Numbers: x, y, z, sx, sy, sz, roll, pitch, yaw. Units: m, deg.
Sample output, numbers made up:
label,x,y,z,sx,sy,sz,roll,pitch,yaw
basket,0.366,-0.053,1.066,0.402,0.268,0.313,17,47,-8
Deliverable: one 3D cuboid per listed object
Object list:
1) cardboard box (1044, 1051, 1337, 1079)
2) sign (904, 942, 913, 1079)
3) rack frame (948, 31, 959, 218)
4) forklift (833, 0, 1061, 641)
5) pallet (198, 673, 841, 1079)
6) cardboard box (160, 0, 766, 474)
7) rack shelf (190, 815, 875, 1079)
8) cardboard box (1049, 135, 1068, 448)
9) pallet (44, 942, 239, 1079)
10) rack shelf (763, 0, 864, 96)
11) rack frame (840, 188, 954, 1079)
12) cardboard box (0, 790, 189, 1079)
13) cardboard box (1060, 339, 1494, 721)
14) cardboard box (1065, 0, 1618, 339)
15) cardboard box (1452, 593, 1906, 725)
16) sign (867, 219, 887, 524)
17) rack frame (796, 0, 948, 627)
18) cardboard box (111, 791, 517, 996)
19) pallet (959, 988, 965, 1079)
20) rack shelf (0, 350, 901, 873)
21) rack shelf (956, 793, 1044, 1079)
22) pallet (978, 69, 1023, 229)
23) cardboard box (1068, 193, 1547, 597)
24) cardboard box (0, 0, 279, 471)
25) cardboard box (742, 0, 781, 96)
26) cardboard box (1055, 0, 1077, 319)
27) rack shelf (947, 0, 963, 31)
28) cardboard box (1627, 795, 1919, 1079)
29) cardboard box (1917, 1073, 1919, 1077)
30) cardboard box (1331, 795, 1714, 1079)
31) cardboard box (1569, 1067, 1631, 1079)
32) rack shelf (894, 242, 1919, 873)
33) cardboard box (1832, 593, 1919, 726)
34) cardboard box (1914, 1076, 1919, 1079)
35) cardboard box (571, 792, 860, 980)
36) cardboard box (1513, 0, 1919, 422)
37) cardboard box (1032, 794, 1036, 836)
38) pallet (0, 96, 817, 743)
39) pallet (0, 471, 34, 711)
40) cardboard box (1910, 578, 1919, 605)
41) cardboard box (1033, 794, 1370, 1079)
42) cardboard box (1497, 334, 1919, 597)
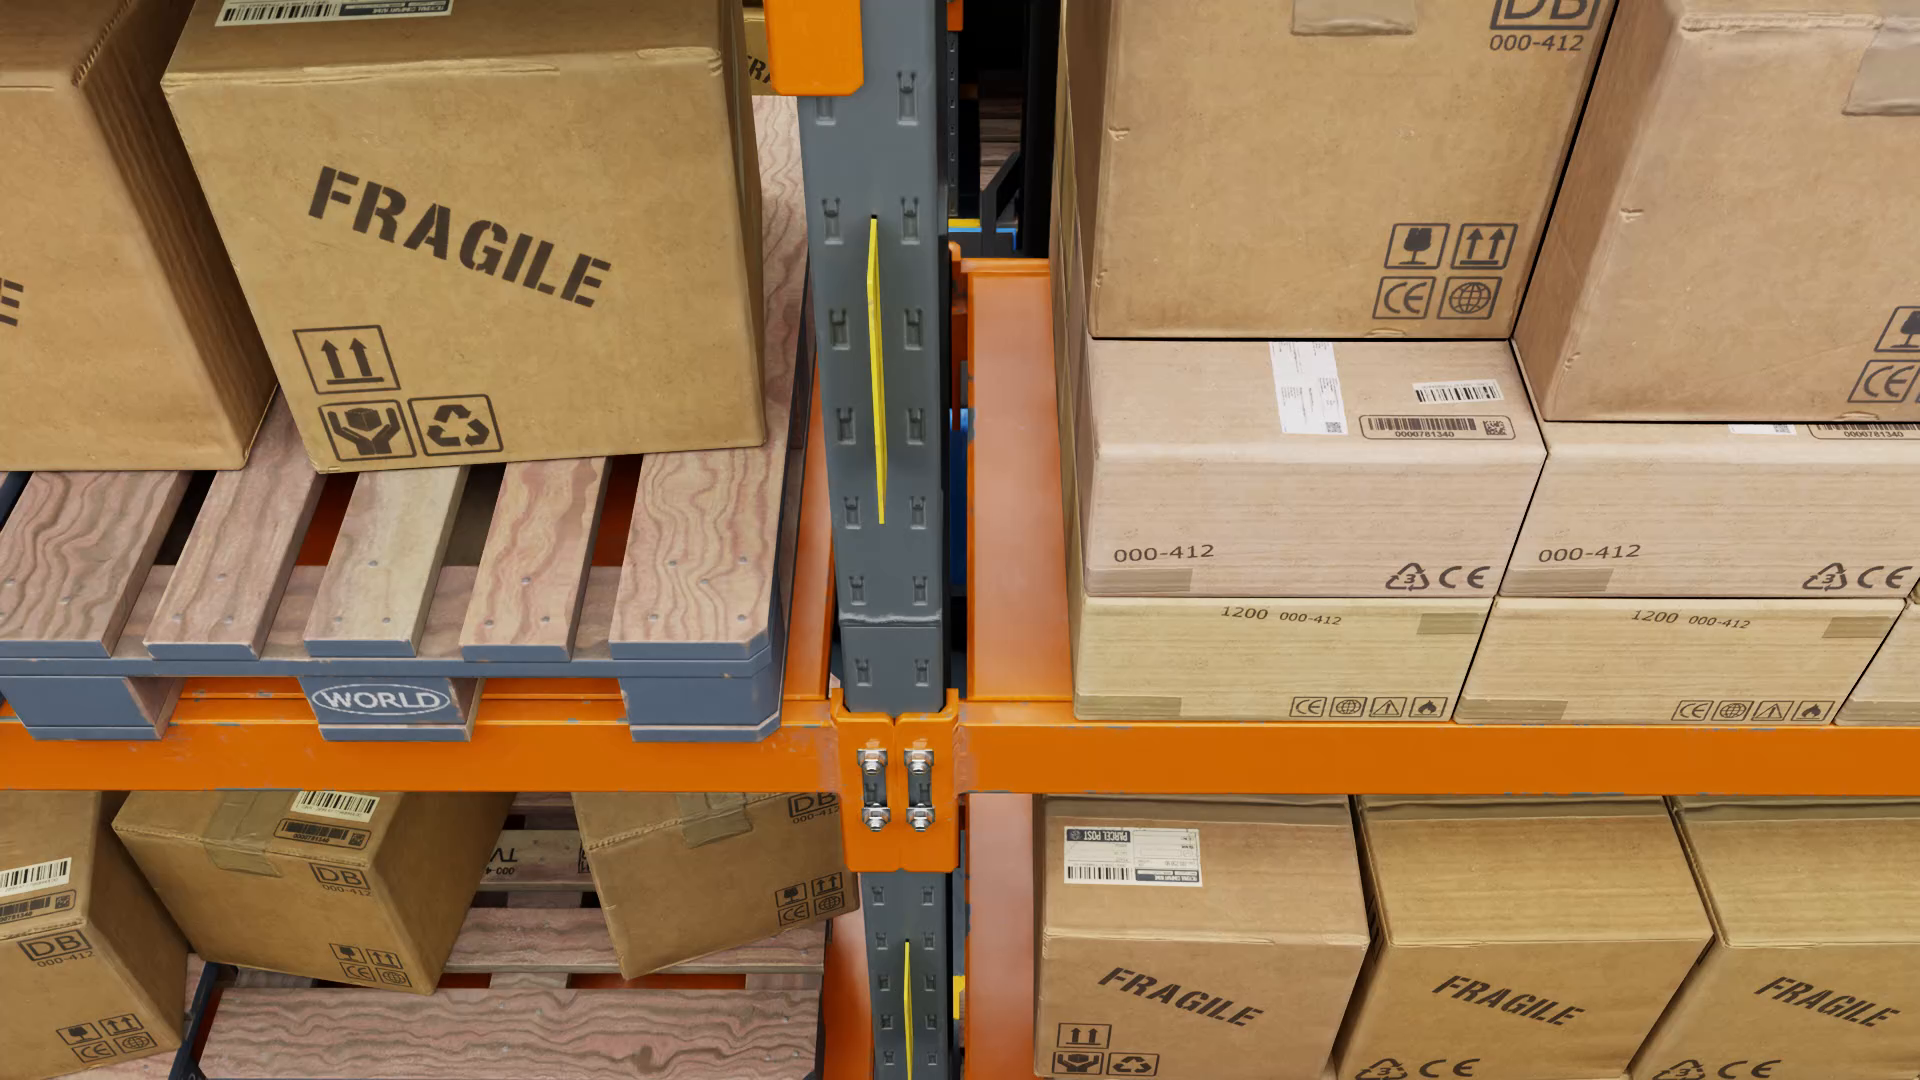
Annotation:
label,x,y,z,sx,sy,sz,roll,pitch,yaw
cardboard box,0.424,0.930,3.267,0.500,0.500,0.500,1,47,1
sign,-0.083,0.775,2.688,0.005,0.325,0.100,0,47,0
rack frame,-0.070,-2.863,6.865,0.127,3.000,1.000,0,47,0
forklift,0.897,-0.995,5.174,3.031,2.935,1.130,1,47,1
pallet,-0.883,0.747,3.637,1.213,0.211,1.003,0,47,0
cardboard box,-0.588,-0.525,2.217,0.600,0.600,0.600,-4,47,-4
rack shelf,-2.084,1.003,3.759,4.000,0.370,1.077,0,47,0
cardboard box,0.403,-0.401,2.627,0.500,0.250,0.500,0,47,0
pallet,-2.140,0.820,3.569,1.213,0.211,1.003,0,47,0
rack shelf,-2.084,-0.905,1.709,4.000,0.370,1.077,0,47,0
rack frame,-0.084,0.763,3.490,0.127,3.000,1.000,0,47,0
cardboard box,-1.851,0.627,3.262,0.500,0.500,0.700,-11,48,-10
cardboard box,0.401,-0.025,2.277,0.500,0.250,0.500,0,47,0
cardboard box,0.402,-0.660,2.014,0.500,0.500,0.700,0,47,0
cardboard box,0.901,-0.021,2.273,0.500,0.250,0.500,0,47,0
sign,-0.083,-0.163,1.681,0.005,0.325,0.100,0,47,0
rack frame,-0.084,-1.281,1.294,0.127,3.000,1.000,0,47,0
cardboard box,-1.245,0.466,3.412,0.500,0.500,0.700,7,47,6
pallet,0.602,1.716,4.509,1.213,0.211,1.003,0,47,0
rack shelf,-2.084,-0.019,2.661,4.000,0.370,1.077,0,47,0
rack shelf,1.916,1.014,3.748,4.000,0.370,1.077,0,47,0
pallet,0.691,-1.853,7.831,1.213,0.211,1.003,0,47,0
cardboard box,0.401,-0.195,2.094,0.500,0.250,0.500,0,47,0
cardboard box,-1.256,-0.510,2.203,0.600,0.600,0.600,0,47,0
cardboard box,-0.720,-2.180,7.411,0.750,0.750,0.750,1,47,1
cardboard box,0.403,-0.575,2.448,0.500,0.250,0.500,0,47,0
rack shelf,1.930,-2.612,7.123,4.000,0.370,1.077,0,47,0
cardboard box,1.416,0.599,2.892,0.500,0.500,0.500,-1,47,-1
cardboard box,1.932,0.599,2.891,0.500,0.500,0.500,1,47,1
cardboard box,0.902,0.597,2.894,0.500,0.500,0.500,-1,47,-1
cardboard box,0.936,0.929,3.268,0.500,0.500,0.500,1,47,1
rack shelf,1.916,-0.008,2.650,4.000,0.370,1.077,0,47,0
cardboard box,1.401,-0.018,2.271,0.500,0.250,0.500,0,47,0
cardboard box,1.437,0.932,3.265,0.500,0.500,0.500,0,47,0
cardboard box,-0.557,0.421,3.453,0.500,0.500,0.700,-14,49,-13
cardboard box,0.902,-0.555,1.917,0.500,0.500,0.700,0,47,0
cardboard box,0.417,0.543,3.627,0.500,0.500,0.500,1,47,1
pallet,-0.736,-0.248,2.511,1.003,0.211,1.213,0,47,0
pallet,-1.773,-0.248,2.511,1.003,0.211,1.213,0,47,0
cardboard box,1.401,-0.185,2.084,0.500,0.250,0.500,0,47,0
cardboard box,0.386,0.596,2.895,0.500,0.500,0.500,1,47,1
cardboard box,0.901,-0.195,2.094,0.500,0.250,0.500,0,47,0
